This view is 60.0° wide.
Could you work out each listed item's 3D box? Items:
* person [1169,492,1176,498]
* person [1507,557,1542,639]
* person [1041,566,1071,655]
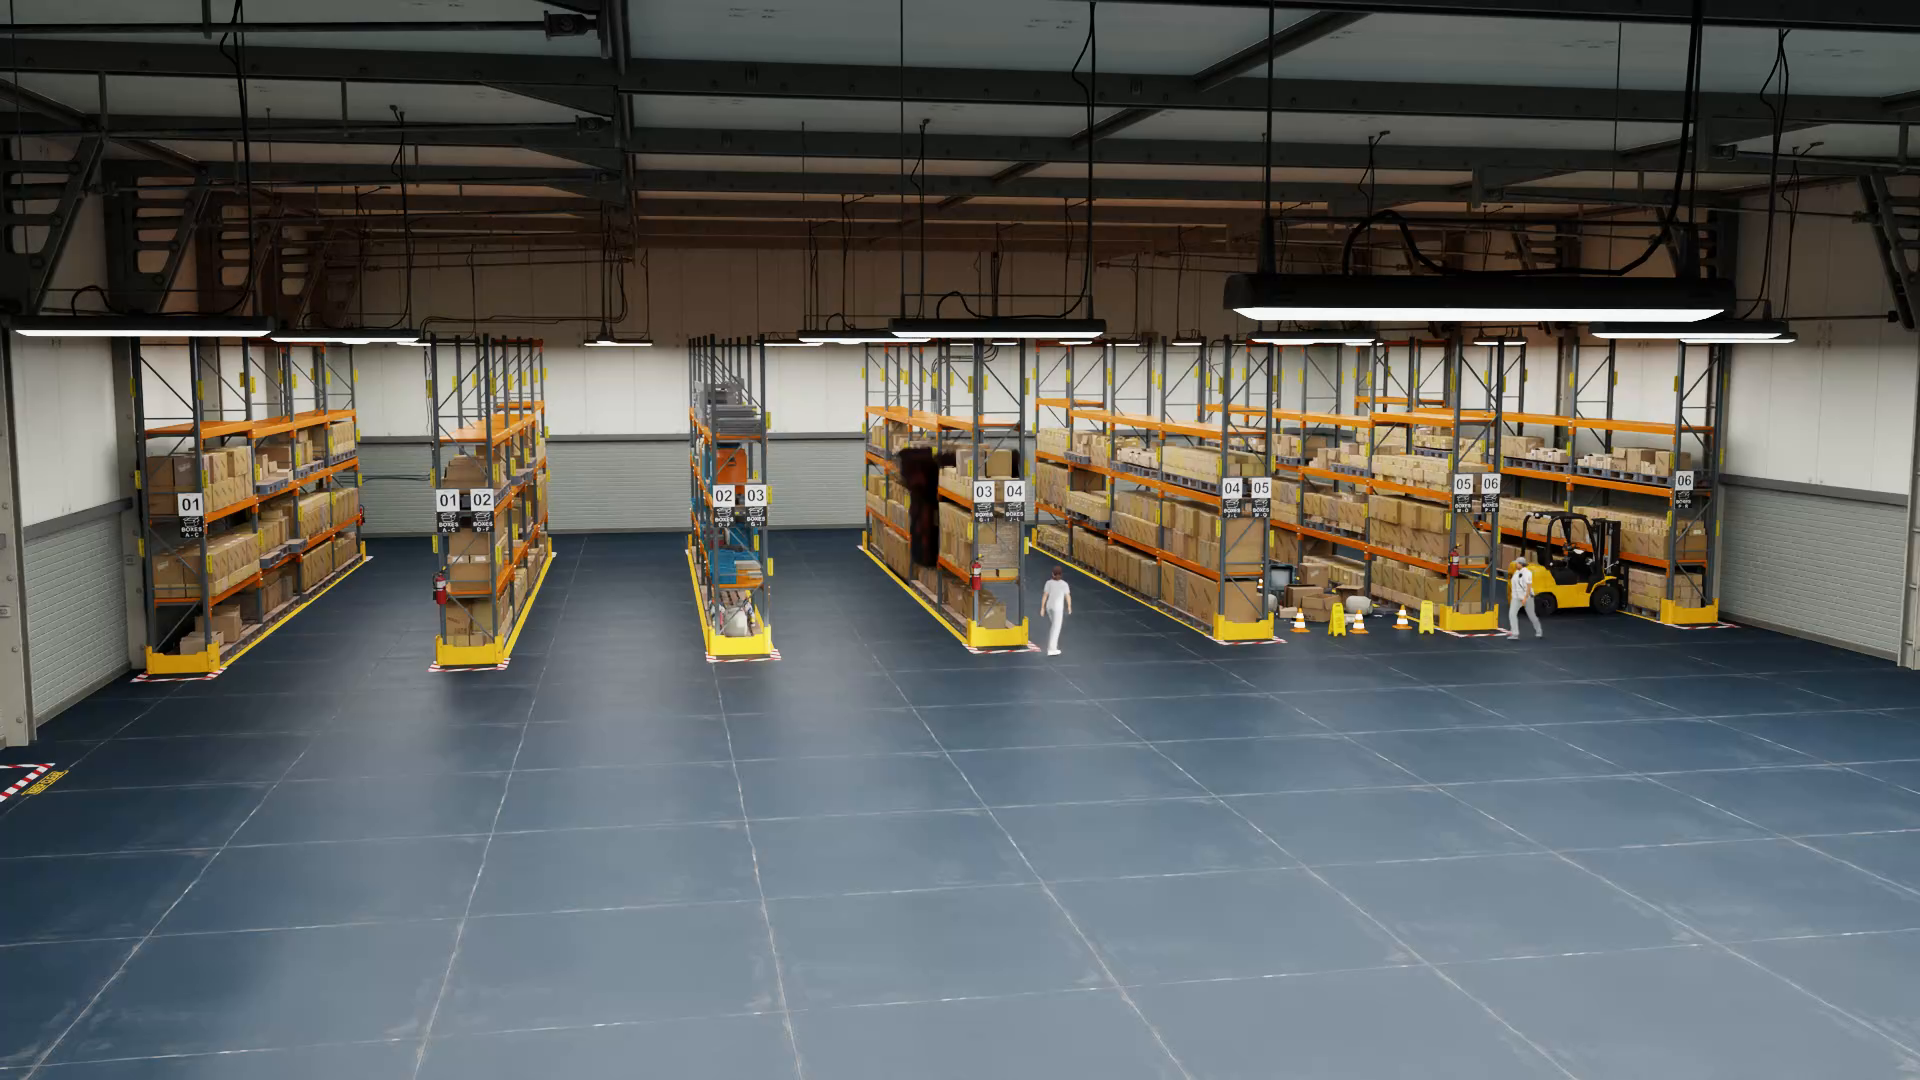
[{"bbox_3d":[5.848,-0.478,46.493,0.679,1.771,0.618,-2,7,-16],"label":"person"},{"bbox_3d":[11.188,1.142,32.974,0.906,1.629,0.476,-6,9,-41],"label":"person"},{"bbox_3d":[1.824,1.334,31.235,0.412,1.714,0.560,6,9,44],"label":"person"}]
